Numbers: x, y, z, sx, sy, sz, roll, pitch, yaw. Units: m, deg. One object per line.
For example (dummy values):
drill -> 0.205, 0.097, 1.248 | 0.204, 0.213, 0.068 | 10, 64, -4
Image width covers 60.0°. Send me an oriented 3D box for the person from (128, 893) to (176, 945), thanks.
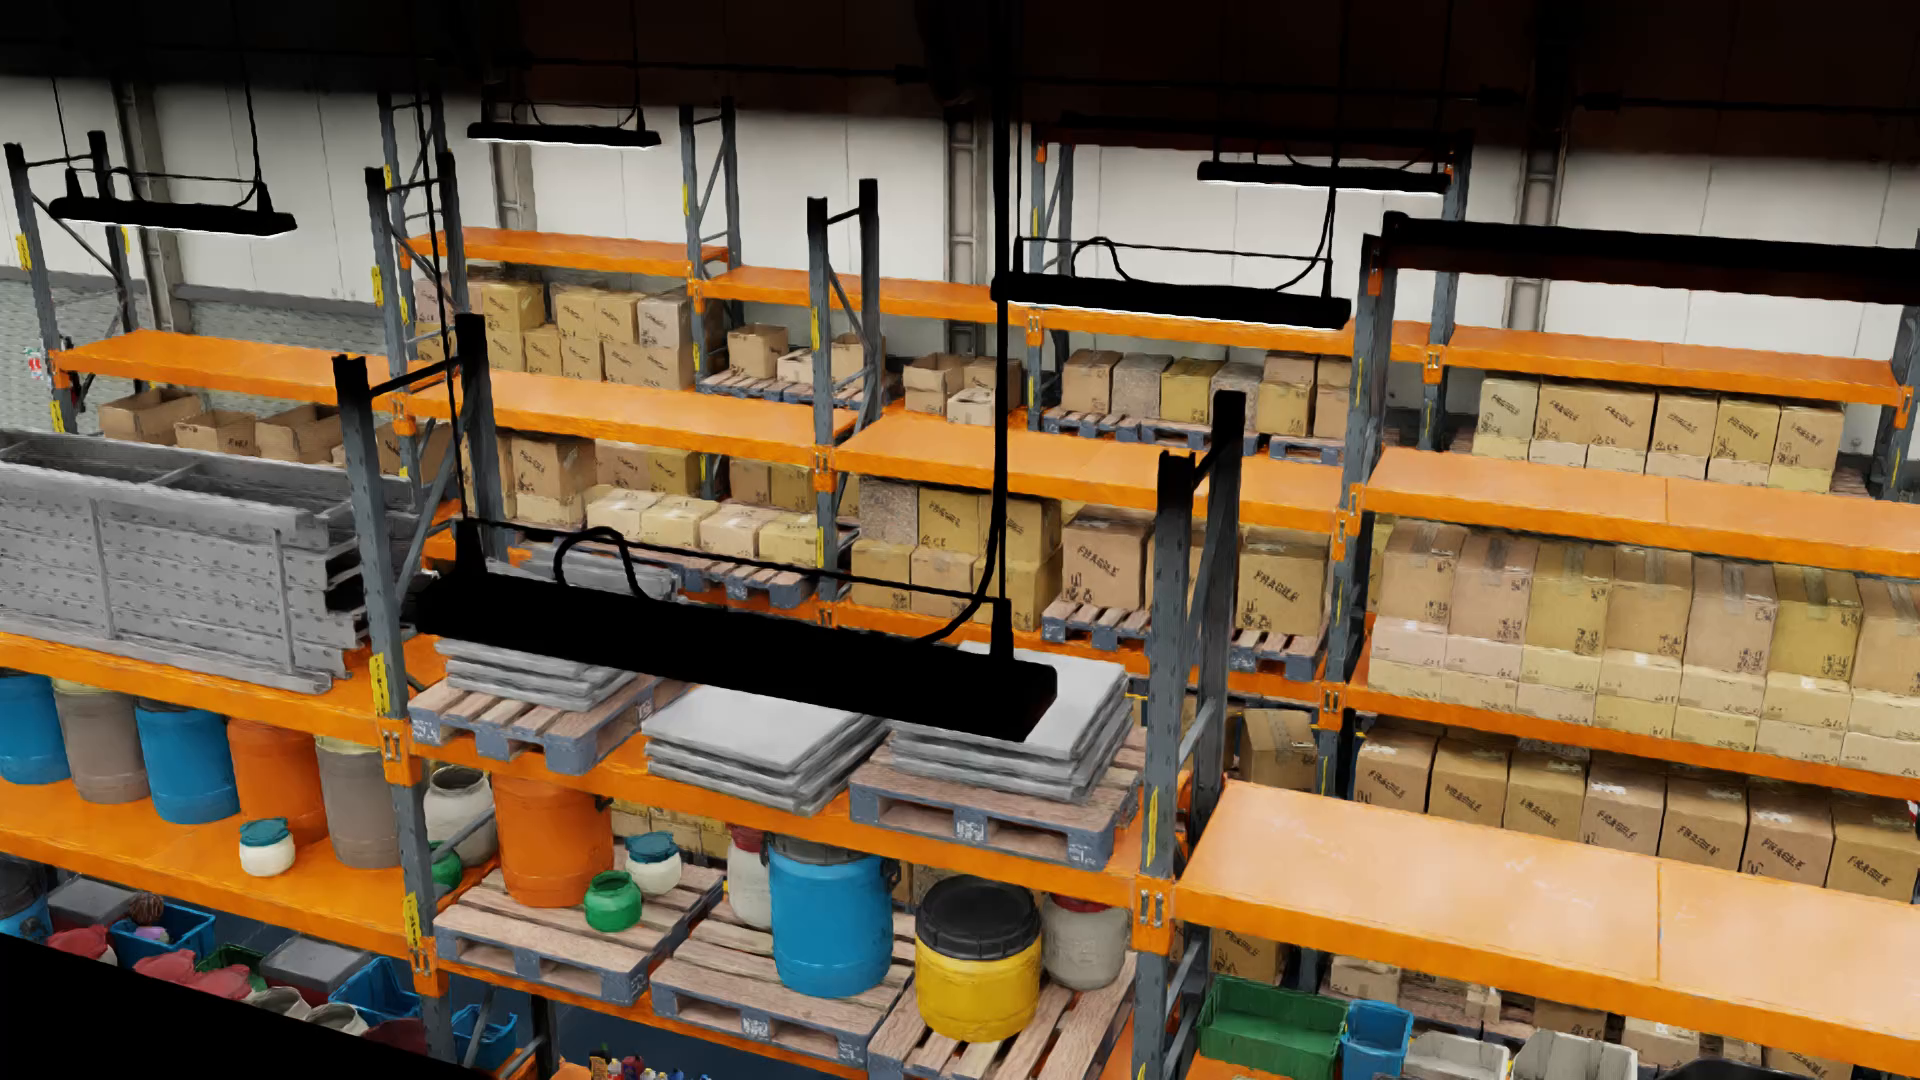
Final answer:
person -> -5.458, 2.800, 11.252 | 0.515, 0.919, 0.318 | 3, 21, 8
